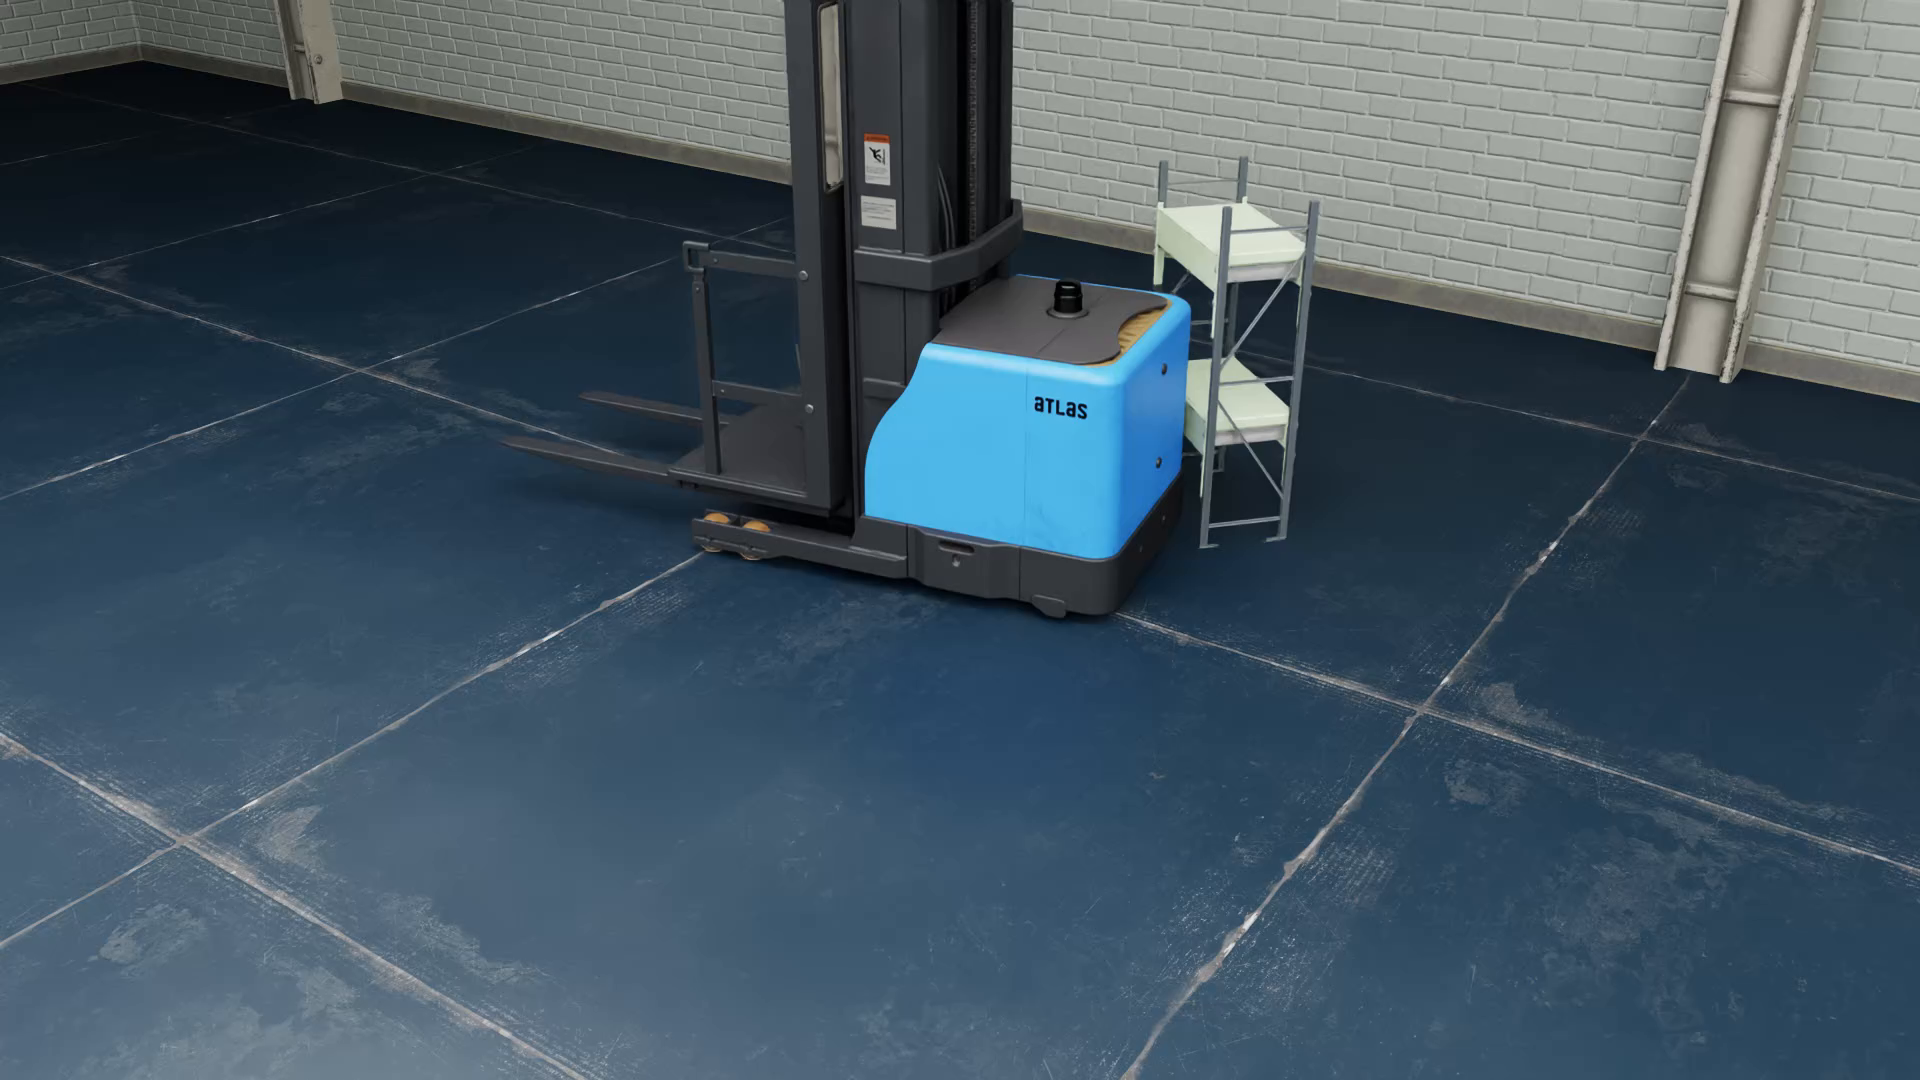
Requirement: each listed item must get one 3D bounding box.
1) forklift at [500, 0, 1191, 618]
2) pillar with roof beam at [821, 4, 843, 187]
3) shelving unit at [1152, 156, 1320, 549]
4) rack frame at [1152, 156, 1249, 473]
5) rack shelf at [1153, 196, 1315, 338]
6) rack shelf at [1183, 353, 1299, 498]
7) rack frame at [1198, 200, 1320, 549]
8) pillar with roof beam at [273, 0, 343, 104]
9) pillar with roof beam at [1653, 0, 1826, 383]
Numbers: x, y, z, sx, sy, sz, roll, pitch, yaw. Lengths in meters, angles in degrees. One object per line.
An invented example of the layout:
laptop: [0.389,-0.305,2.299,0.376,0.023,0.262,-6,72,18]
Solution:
forklift: [-0.597,-1.424,6.817,3.031,2.935,1.130,11,29,21]
pillar with roof beam: [-3.342,-4.887,6.931,0.400,9.000,9.100,17,32,30]
shelving unit: [1.140,-0.815,7.198,0.431,1.500,0.755,-6,28,-12]
rack frame: [1.055,-0.977,7.515,0.400,1.500,0.023,-6,28,-12]
rack shelf: [1.140,-1.163,7.021,0.431,0.370,0.720,-6,28,-12]
rack shelf: [1.140,-0.525,7.346,0.431,0.370,0.720,-6,28,-12]
rack frame: [1.225,-0.654,6.881,0.400,1.500,0.023,-6,28,-12]
pillar with roof beam: [-8.287,-6.427,9.958,0.400,9.000,9.100,17,32,30]
pillar with roof beam: [1.604,-3.346,3.903,0.400,9.000,9.100,17,32,30]
